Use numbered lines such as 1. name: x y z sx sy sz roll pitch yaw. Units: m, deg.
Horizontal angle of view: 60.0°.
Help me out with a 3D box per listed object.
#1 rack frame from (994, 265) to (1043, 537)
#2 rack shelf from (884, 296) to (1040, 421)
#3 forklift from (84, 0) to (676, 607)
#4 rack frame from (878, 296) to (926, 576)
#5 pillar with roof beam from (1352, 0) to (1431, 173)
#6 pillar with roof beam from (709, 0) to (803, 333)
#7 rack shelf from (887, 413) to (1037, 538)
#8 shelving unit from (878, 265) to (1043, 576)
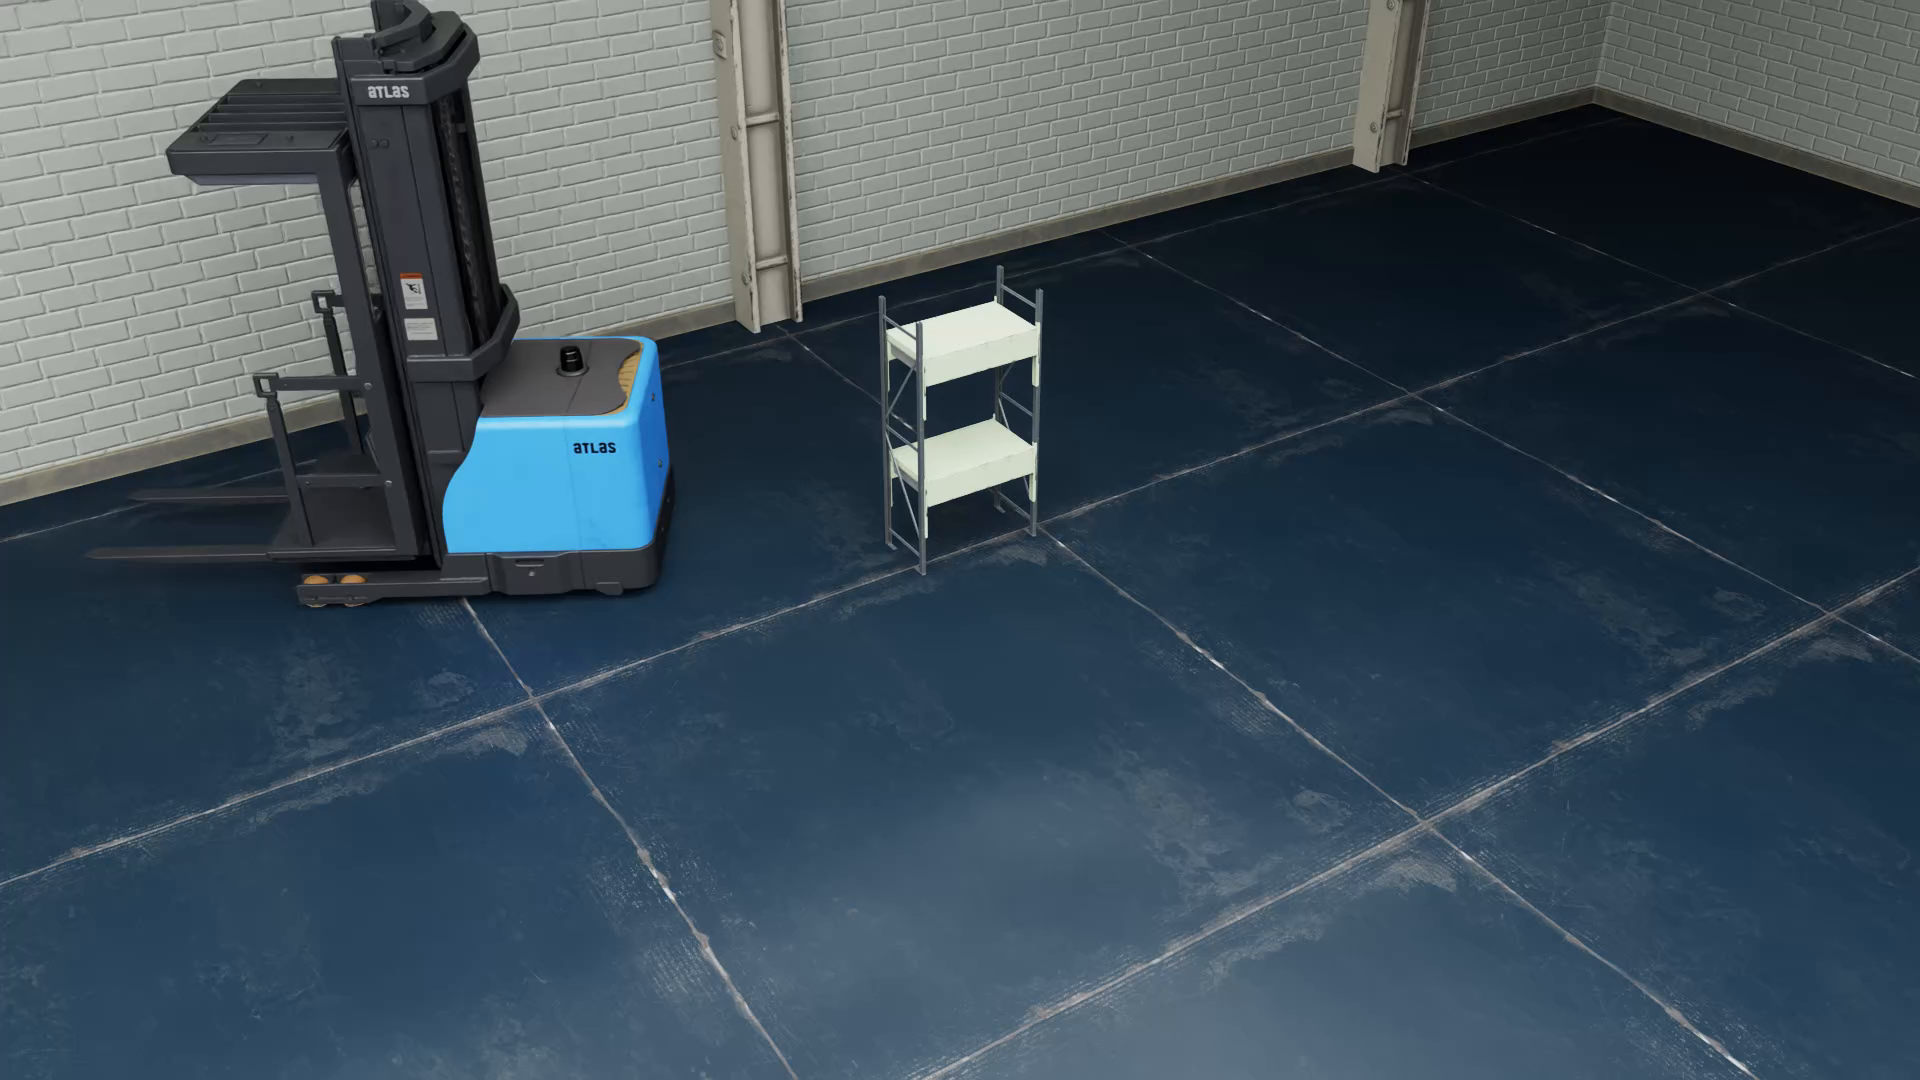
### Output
1. rack frame: 0.313 -0.742 9.142 0.023 1.500 0.400 -19 37 -27
2. rack shelf: 0.006 -0.966 8.766 0.720 0.370 0.431 -19 37 -27
3. forklift: -3.145 -1.172 8.482 3.031 2.935 1.130 -1 32 -2
4. rack frame: -0.302 -0.530 8.807 0.023 1.500 0.400 -19 37 -27
5. pillar with roof beam: 6.011 -5.185 9.157 0.400 9.000 9.100 -19 37 -27
6. pillar with roof beam: 0.968 -3.451 6.408 0.400 9.000 9.100 -19 37 -27
7. rack shelf: 0.006 -0.361 9.148 0.720 0.370 0.431 -19 37 -27
8. shelving unit: 0.006 -0.636 8.974 0.755 1.500 0.431 -19 37 -27
